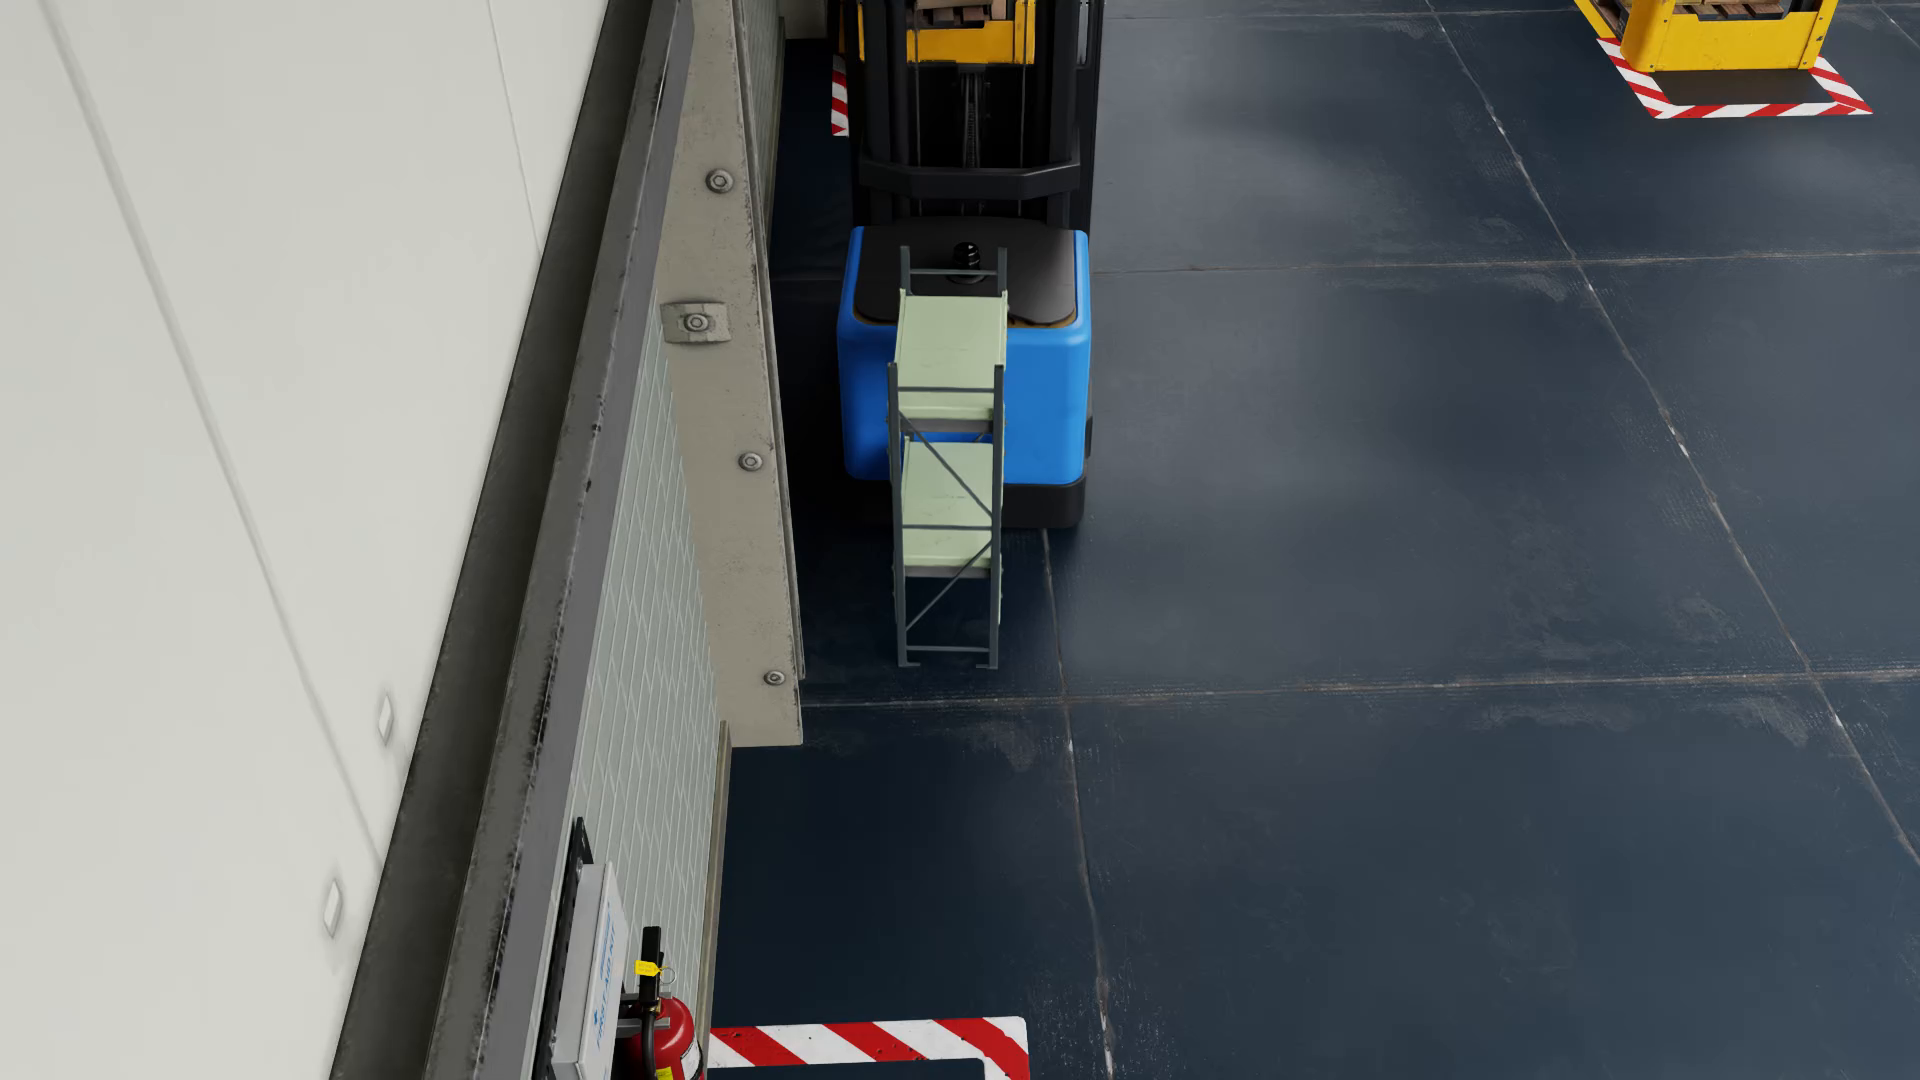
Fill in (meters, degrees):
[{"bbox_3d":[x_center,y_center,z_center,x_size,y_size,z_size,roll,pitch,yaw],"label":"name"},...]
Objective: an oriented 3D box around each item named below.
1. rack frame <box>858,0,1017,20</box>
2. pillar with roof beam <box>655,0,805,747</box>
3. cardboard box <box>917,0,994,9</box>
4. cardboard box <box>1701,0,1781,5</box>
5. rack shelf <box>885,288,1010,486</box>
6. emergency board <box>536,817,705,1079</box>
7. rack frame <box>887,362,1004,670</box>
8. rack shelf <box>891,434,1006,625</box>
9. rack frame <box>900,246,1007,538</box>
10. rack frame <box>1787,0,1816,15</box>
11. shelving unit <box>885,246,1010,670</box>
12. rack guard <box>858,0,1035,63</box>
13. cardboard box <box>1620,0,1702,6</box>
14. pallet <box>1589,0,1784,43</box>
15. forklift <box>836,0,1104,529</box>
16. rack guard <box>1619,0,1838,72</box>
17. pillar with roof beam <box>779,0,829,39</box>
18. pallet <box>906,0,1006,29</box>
[{"bbox_3d":[-0.129,-4.052,9.451,1.000,3.000,0.127,-2,43,-2],"label":"rack frame"},{"bbox_3d":[3.533,-2.784,3.628,9.100,9.000,0.400,-2,43,-2],"label":"pillar with roof beam"},{"bbox_3d":[-0.069,-3.693,10.723,0.500,0.311,0.500,-6,43,-7],"label":"cardboard box"},{"bbox_3d":[5.019,-3.706,10.797,0.500,0.250,0.500,-2,43,-2],"label":"cardboard box"},{"bbox_3d":[-0.037,-0.578,6.193,0.431,0.370,0.720,1,43,1],"label":"rack shelf"},{"bbox_3d":[-0.702,1.220,3.699,0.194,1.169,0.643,-2,43,-2],"label":"emergency board"},{"bbox_3d":[-0.049,-0.043,6.187,0.400,1.500,0.023,1,43,1],"label":"rack frame"},{"bbox_3d":[-0.037,-0.050,6.677,0.431,0.370,0.720,1,43,1],"label":"rack shelf"},{"bbox_3d":[-0.024,-0.538,6.727,0.400,1.500,0.023,1,43,1],"label":"rack frame"},{"bbox_3d":[4.820,-4.197,9.608,1.000,3.000,0.127,-2,43,-2],"label":"rack frame"},{"bbox_3d":[-0.037,-0.291,6.457,0.431,1.500,0.755,1,43,1],"label":"shelving unit"},{"bbox_3d":[-0.132,-3.182,10.351,1.175,0.500,0.348,-2,43,-2],"label":"rack guard"},{"bbox_3d":[4.502,-3.691,10.781,0.500,0.250,0.500,-2,43,-2],"label":"cardboard box"},{"bbox_3d":[4.746,-3.684,11.112,1.003,0.211,1.213,-2,43,-2],"label":"pallet"},{"bbox_3d":[0.063,-2.109,7.381,1.130,2.935,3.031,1,43,1],"label":"forklift"},{"bbox_3d":[4.821,-3.259,10.435,1.175,0.500,0.348,-2,43,-2],"label":"rack guard"},{"bbox_3d":[3.278,-6.835,8.047,9.100,9.000,0.400,-2,43,-2],"label":"pillar with roof beam"},{"bbox_3d":[-0.132,-3.625,11.048,1.003,0.211,1.213,-2,43,-2],"label":"pallet"}]
